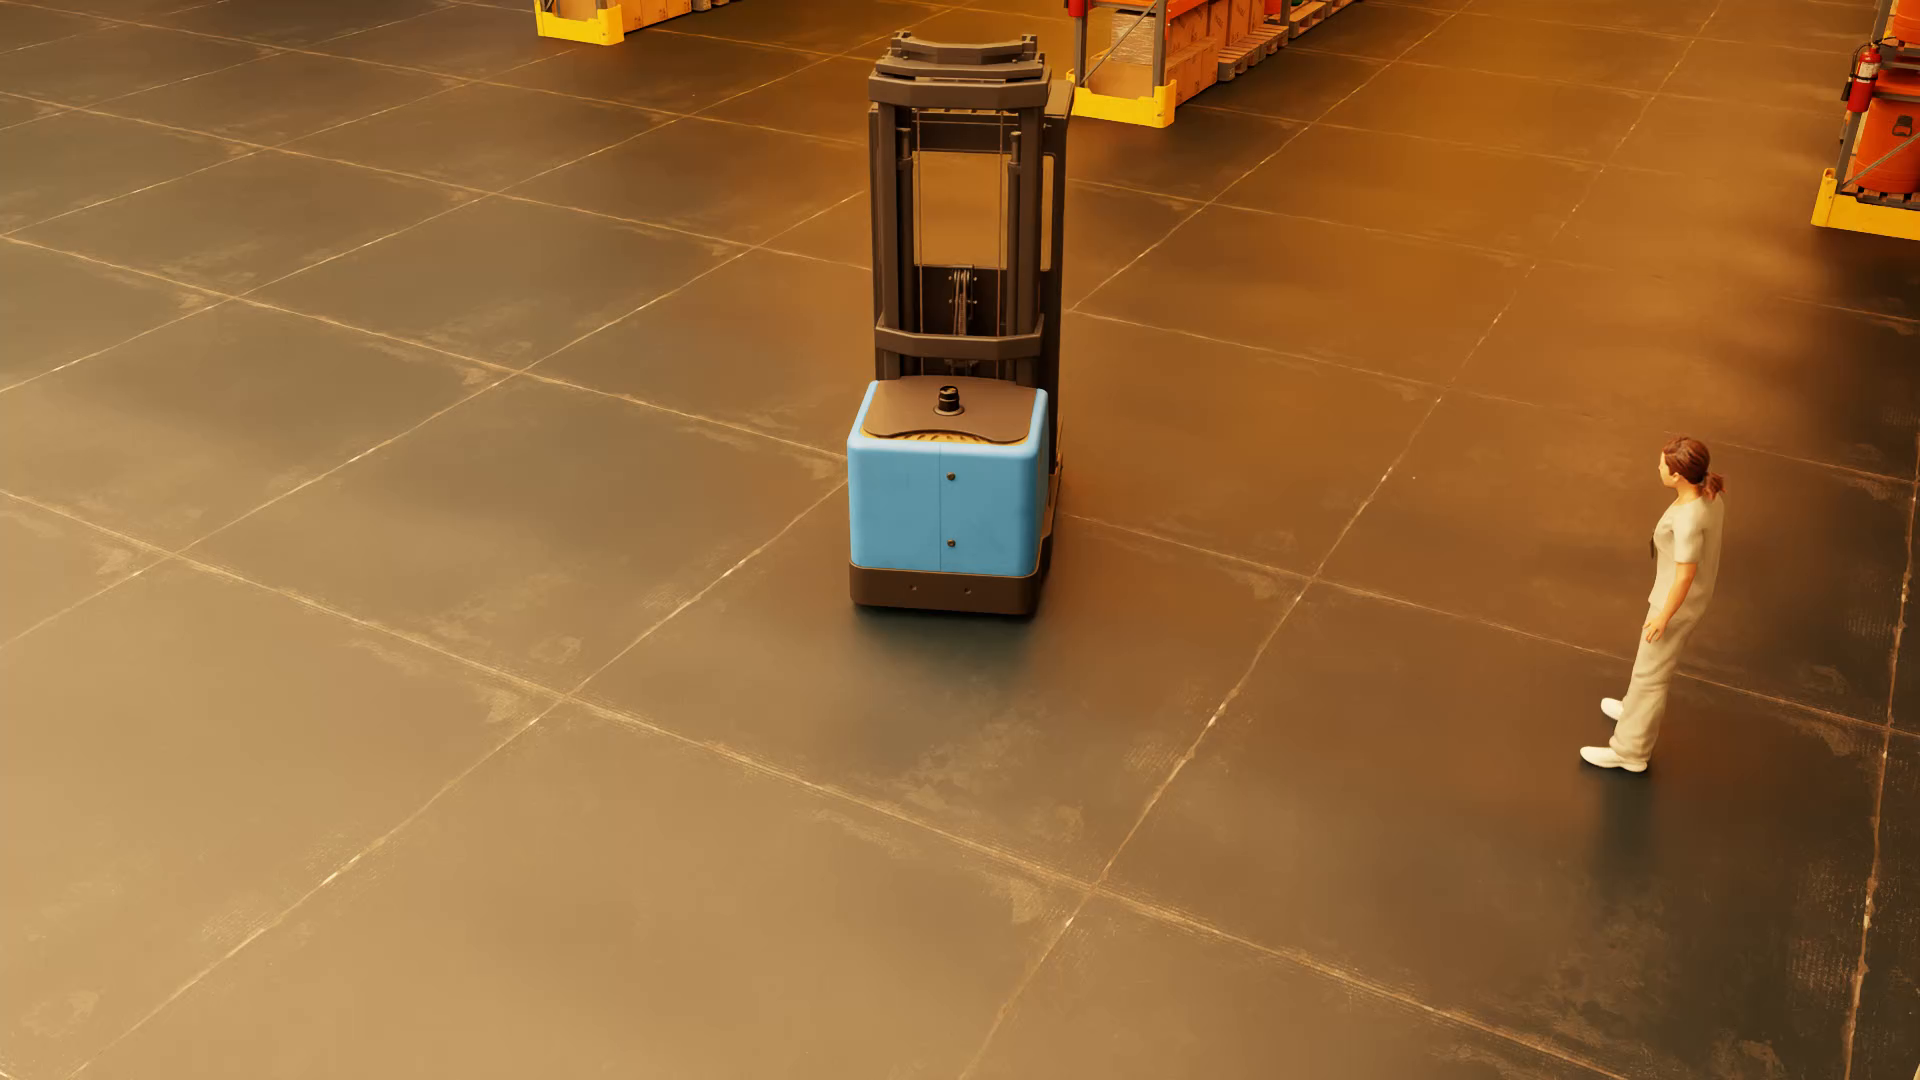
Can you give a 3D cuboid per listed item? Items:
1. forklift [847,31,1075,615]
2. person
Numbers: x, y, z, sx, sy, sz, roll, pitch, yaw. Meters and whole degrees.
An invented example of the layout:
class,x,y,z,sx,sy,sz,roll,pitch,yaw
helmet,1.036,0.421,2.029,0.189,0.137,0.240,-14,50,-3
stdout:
class,x,y,z,sx,sy,sz,roll,pitch,yaw
forklift,0.072,-1.572,9.794,1.130,2.935,3.031,3,30,6
person,3.312,0.283,7.840,0.399,1.680,0.571,19,35,30
